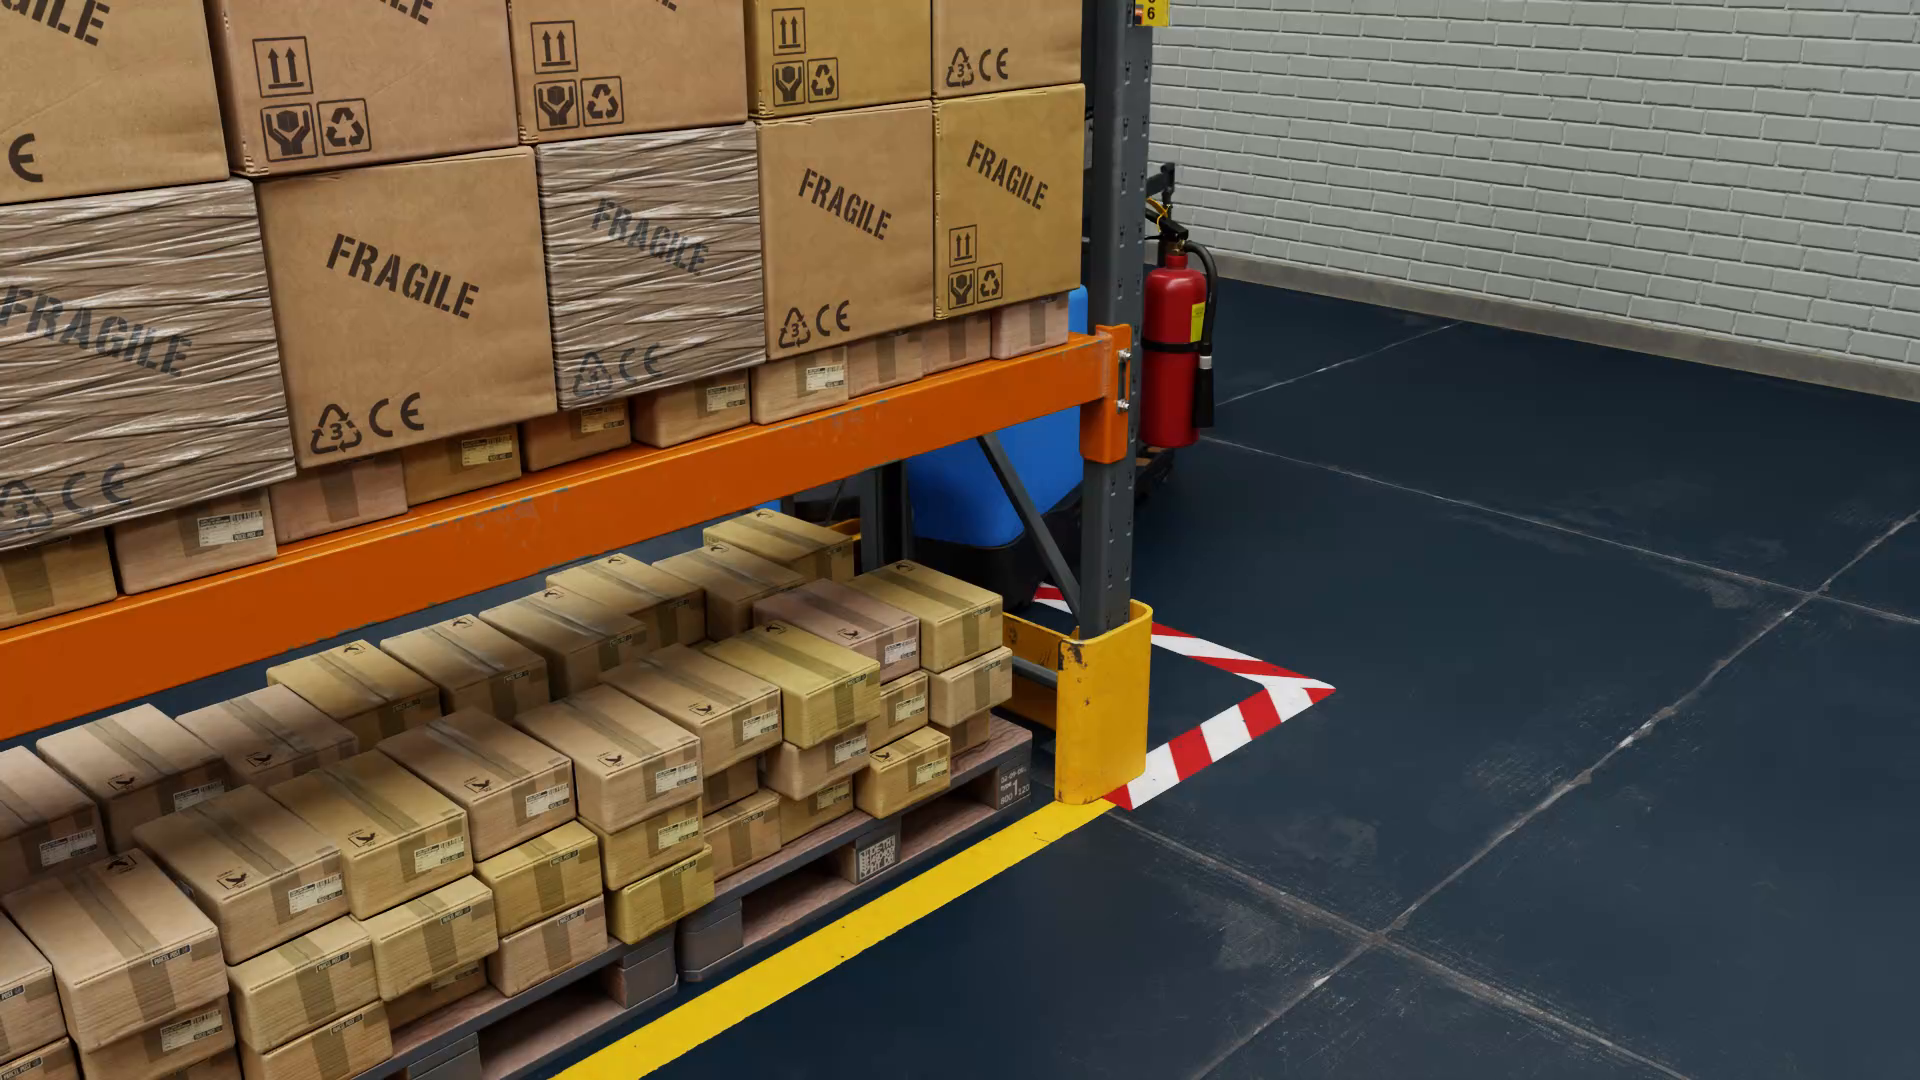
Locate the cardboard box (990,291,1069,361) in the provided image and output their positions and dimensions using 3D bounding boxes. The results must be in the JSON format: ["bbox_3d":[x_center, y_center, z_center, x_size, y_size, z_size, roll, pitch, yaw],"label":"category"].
[{"bbox_3d":[0.057,-0.587,4.271,0.380,0.149,0.250,19,28,41],"label":"cardboard box"}]

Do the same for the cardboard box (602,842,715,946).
[{"bbox_3d":[-0.784,0.749,3.833,0.380,0.149,0.250,18,27,38],"label":"cardboard box"}]

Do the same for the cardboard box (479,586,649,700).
[{"bbox_3d":[-1.014,0.266,4.261,0.380,0.149,0.250,18,27,38],"label":"cardboard box"}]

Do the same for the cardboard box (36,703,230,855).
[{"bbox_3d":[-1.789,0.516,3.610,0.380,0.149,0.250,18,27,39],"label":"cardboard box"}]

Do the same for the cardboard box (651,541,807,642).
[{"bbox_3d":[-0.633,0.149,4.566,0.250,0.149,0.380,-20,28,-41],"label":"cardboard box"}]

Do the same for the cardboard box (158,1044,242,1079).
[{"bbox_3d":[-1.598,0.990,3.206,0.380,0.149,0.250,18,27,38],"label":"cardboard box"}]

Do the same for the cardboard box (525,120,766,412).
[{"bbox_3d":[-0.757,-0.601,3.402,0.500,0.500,0.500,19,28,41],"label":"cardboard box"}]

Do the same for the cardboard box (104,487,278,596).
[{"bbox_3d":[-1.392,-0.055,2.887,0.250,0.149,0.380,-19,28,-40],"label":"cardboard box"}]

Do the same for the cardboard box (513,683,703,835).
[{"bbox_3d":[-0.785,0.480,3.704,0.250,0.149,0.380,-19,28,-40],"label":"cardboard box"}]

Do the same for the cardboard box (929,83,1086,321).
[{"bbox_3d":[-0.047,-0.864,4.089,0.500,0.500,0.500,-19,28,-41],"label":"cardboard box"}]

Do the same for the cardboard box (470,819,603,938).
[{"bbox_3d":[-0.987,0.676,3.609,0.250,0.149,0.380,-18,28,-39],"label":"cardboard box"}]

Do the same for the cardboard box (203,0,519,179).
[{"bbox_3d":[-1.135,-0.928,2.861,0.500,0.500,0.500,18,27,39],"label":"cardboard box"}]

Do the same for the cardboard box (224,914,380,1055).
[{"bbox_3d":[-1.349,0.810,3.259,0.380,0.149,0.250,19,28,40],"label":"cardboard box"}]

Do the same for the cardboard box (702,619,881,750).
[{"bbox_3d":[-0.412,0.346,4.052,0.380,0.149,0.250,18,28,39],"label":"cardboard box"}]

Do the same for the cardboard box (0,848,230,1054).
[{"bbox_3d":[-1.542,0.739,3.031,0.250,0.149,0.380,-19,28,-41],"label":"cardboard box"}]

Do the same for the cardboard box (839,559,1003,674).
[{"bbox_3d":[-0.106,0.198,4.438,0.380,0.149,0.250,20,28,41],"label":"cardboard box"}]

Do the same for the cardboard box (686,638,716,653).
[{"bbox_3d":[-0.806,0.349,4.460,0.380,0.149,0.250,20,29,41],"label":"cardboard box"}]

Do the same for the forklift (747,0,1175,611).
[{"bbox_3d":[0.286,-1.609,6.674,1.130,2.935,3.031,9,23,22],"label":"forklift"}]

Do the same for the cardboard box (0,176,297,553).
[{"bbox_3d":[-1.465,-0.330,2.698,0.500,0.500,0.500,18,28,40],"label":"cardboard box"}]

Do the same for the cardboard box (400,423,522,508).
[{"bbox_3d":[-1.078,-0.206,3.279,0.250,0.149,0.380,-20,28,-41],"label":"cardboard box"}]

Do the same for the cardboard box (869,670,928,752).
[{"bbox_3d":[-0.302,0.398,4.332,0.380,0.149,0.250,18,28,39],"label":"cardboard box"}]

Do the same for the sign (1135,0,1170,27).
[{"bbox_3d":[0.466,-1.403,3.989,0.100,0.325,0.005,19,28,41],"label":"sign"}]

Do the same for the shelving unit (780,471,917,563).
[{"bbox_3d":[-0.433,-0.673,5.364,0.431,2.100,0.503,-7,21,-7],"label":"shelving unit"}]

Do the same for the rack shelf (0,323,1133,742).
[{"bbox_3d":[-1.313,-0.009,3.420,1.077,0.370,4.000,19,28,41],"label":"rack shelf"}]

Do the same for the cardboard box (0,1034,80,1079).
[{"bbox_3d":[-1.779,0.924,2.963,0.380,0.149,0.250,17,27,38],"label":"cardboard box"}]

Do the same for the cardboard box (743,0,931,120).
[{"bbox_3d":[-0.412,-1.201,3.571,0.500,0.500,0.500,18,27,39],"label":"cardboard box"}]

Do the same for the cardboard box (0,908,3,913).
[{"bbox_3d":[-1.953,0.748,3.420,0.250,0.149,0.380,-19,28,-41],"label":"cardboard box"}]

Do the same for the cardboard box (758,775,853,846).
[{"bbox_3d":[-0.488,0.601,4.218,0.380,0.149,0.250,19,28,40],"label":"cardboard box"}]

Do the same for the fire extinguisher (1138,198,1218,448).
[{"bbox_3d":[0.589,-0.598,4.577,0.296,0.674,0.183,19,28,41],"label":"fire extinguisher"}]

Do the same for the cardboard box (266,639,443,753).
[{"bbox_3d":[-1.431,0.391,3.935,0.250,0.149,0.380,-20,28,-41],"label":"cardboard box"}]

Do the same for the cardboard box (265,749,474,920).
[{"bbox_3d":[-1.211,0.594,3.406,0.380,0.149,0.250,19,28,41],"label":"cardboard box"}]

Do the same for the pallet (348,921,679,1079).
[{"bbox_3d":[-1.414,0.974,3.745,1.003,0.211,1.213,19,28,41],"label":"pallet"}]

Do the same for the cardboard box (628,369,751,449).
[{"bbox_3d":[-0.674,-0.332,3.609,0.380,0.149,0.250,18,27,38],"label":"cardboard box"}]

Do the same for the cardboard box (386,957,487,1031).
[{"bbox_3d":[-1.220,0.861,3.543,0.250,0.149,0.380,-19,28,-41],"label":"cardboard box"}]

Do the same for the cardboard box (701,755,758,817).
[{"bbox_3d":[-0.704,0.521,4.011,0.380,0.149,0.250,19,28,40],"label":"cardboard box"}]

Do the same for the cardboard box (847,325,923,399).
[{"bbox_3d":[-0.307,-0.464,3.952,0.380,0.149,0.250,19,28,40],"label":"cardboard box"}]

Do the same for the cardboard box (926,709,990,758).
[{"bbox_3d":[-0.136,0.463,4.576,0.250,0.149,0.380,-20,28,-41],"label":"cardboard box"}]

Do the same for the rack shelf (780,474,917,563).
[{"bbox_3d":[-0.385,-0.009,5.620,0.431,0.518,0.480,-7,21,-7],"label":"rack shelf"}]
